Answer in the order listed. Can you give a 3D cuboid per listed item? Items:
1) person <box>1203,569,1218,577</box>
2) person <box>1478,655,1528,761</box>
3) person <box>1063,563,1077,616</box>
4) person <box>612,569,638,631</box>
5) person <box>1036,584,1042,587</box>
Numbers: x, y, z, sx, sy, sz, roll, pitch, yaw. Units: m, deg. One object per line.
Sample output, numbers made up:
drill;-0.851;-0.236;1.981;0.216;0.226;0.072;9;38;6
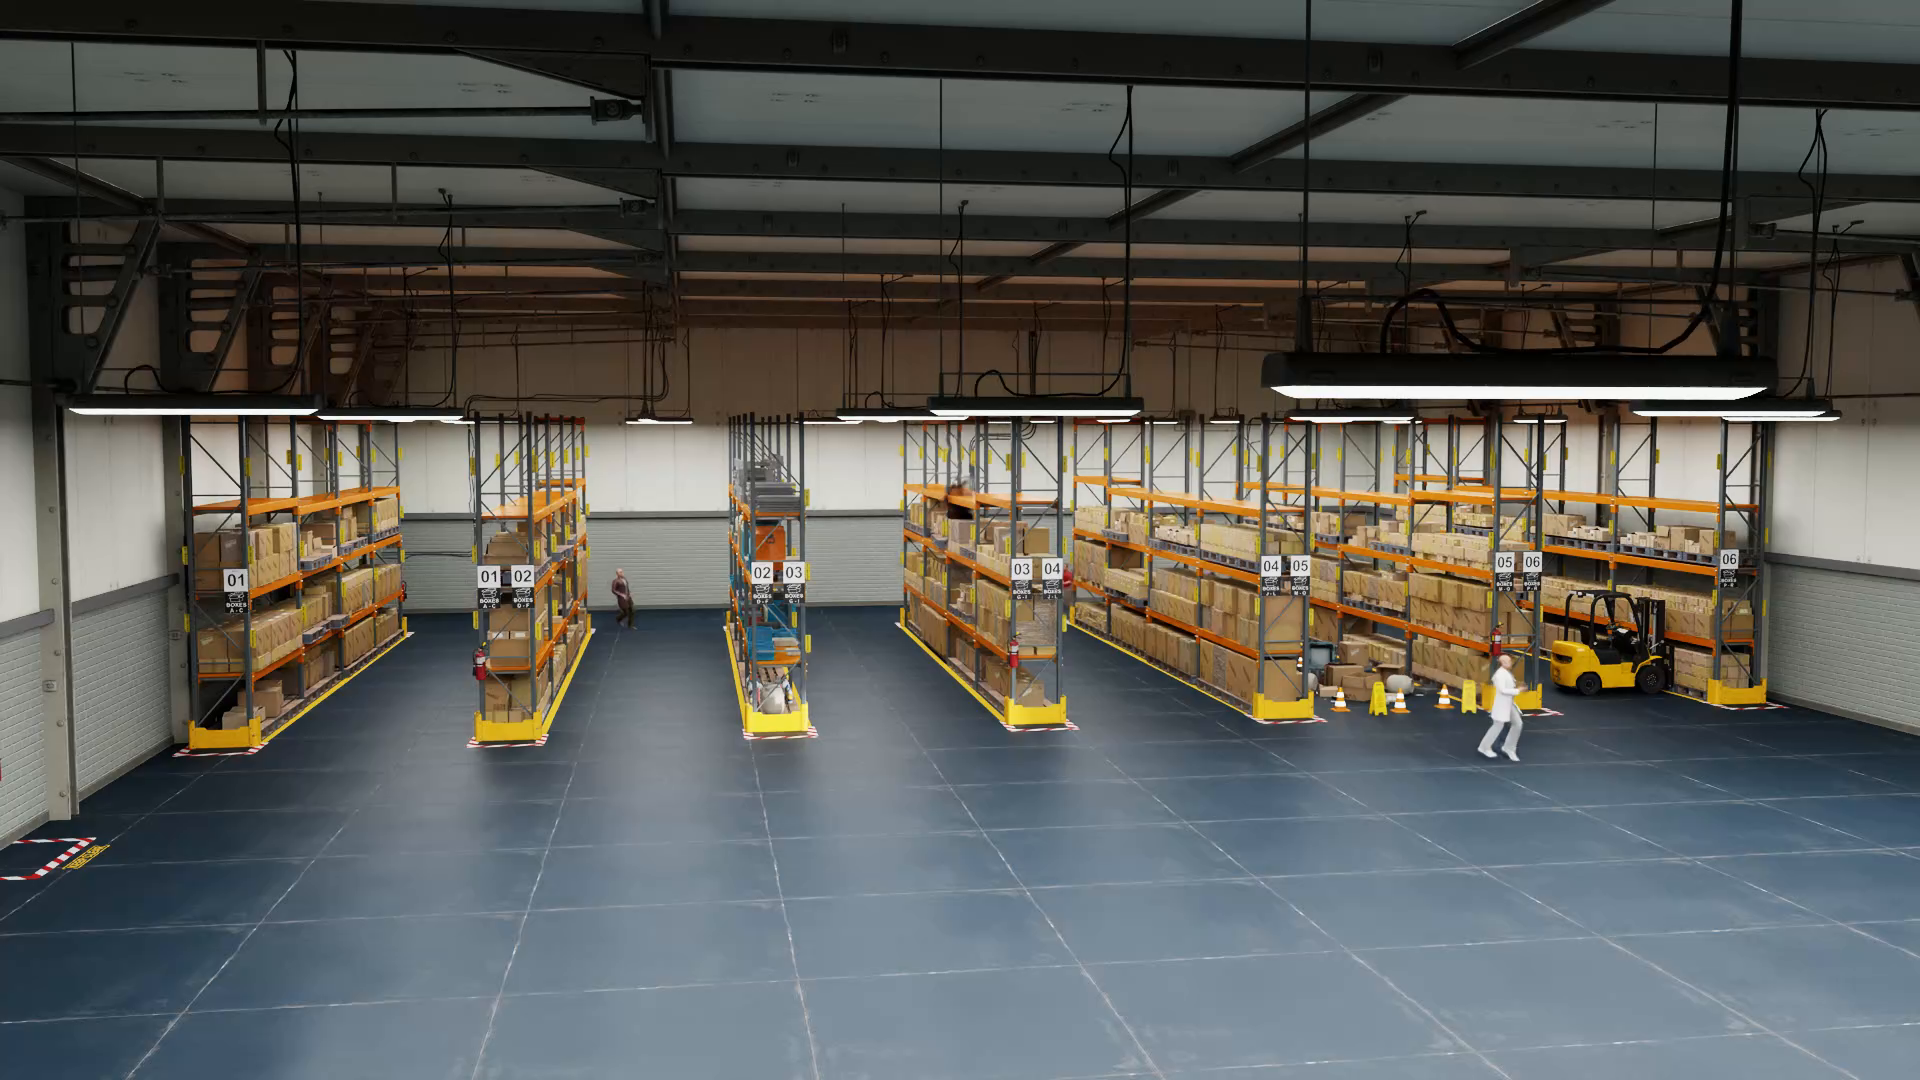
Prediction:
person;7.579;1.458;50.950;0.708;1.638;0.504;-1;4;-17
person;9.339;2.897;28.576;0.841;1.857;0.708;3;5;36
person;3.218;1.546;49.775;0.791;1.752;0.813;-1;4;-16
person;-9.482;1.687;46.812;0.798;1.754;0.753;2;4;30
person;2.317;1.732;46.103;0.563;1.684;0.922;-1;4;-14
